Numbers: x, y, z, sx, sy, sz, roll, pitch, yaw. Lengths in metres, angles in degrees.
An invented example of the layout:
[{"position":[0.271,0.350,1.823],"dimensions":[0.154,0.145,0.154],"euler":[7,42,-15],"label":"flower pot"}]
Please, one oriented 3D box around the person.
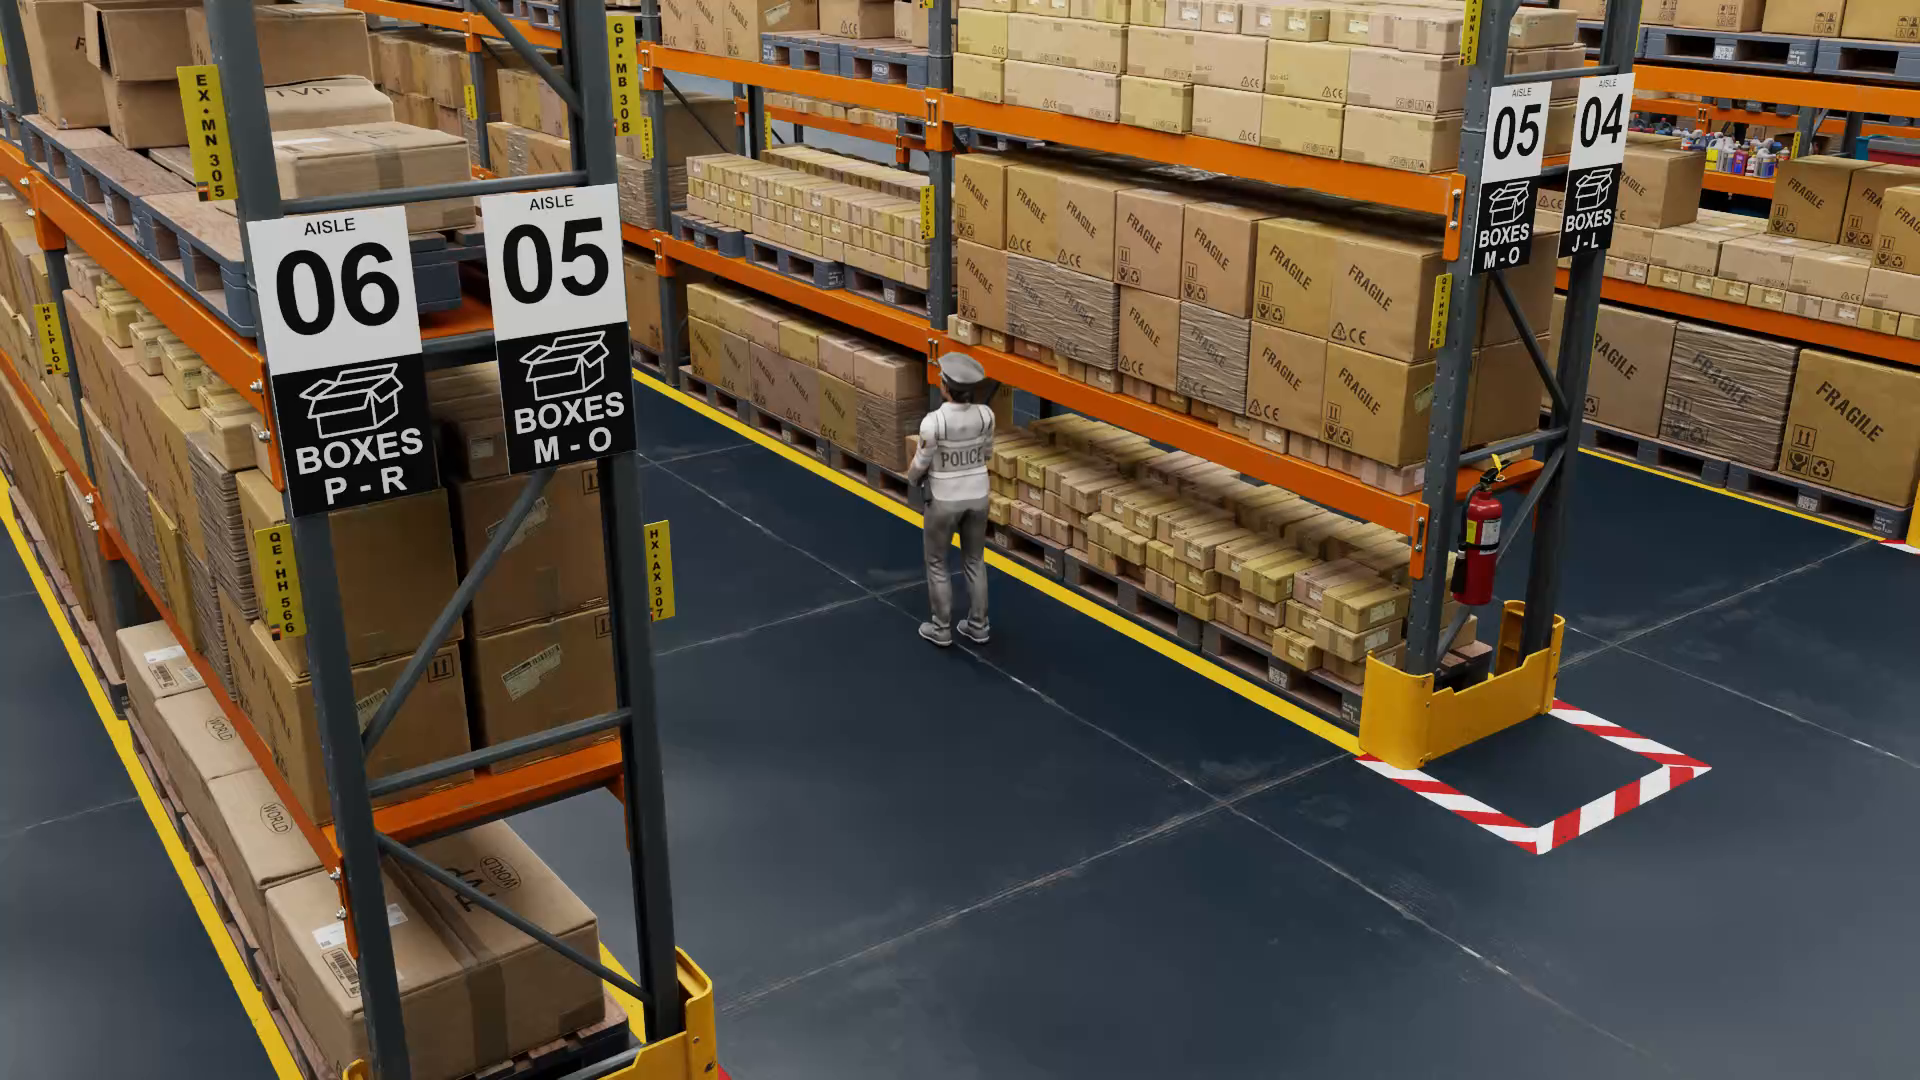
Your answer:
[{"position":[-0.047,-0.233,9.147],"dimensions":[0.459,1.688,0.543],"euler":[-10,24,-23],"label":"person"}]
